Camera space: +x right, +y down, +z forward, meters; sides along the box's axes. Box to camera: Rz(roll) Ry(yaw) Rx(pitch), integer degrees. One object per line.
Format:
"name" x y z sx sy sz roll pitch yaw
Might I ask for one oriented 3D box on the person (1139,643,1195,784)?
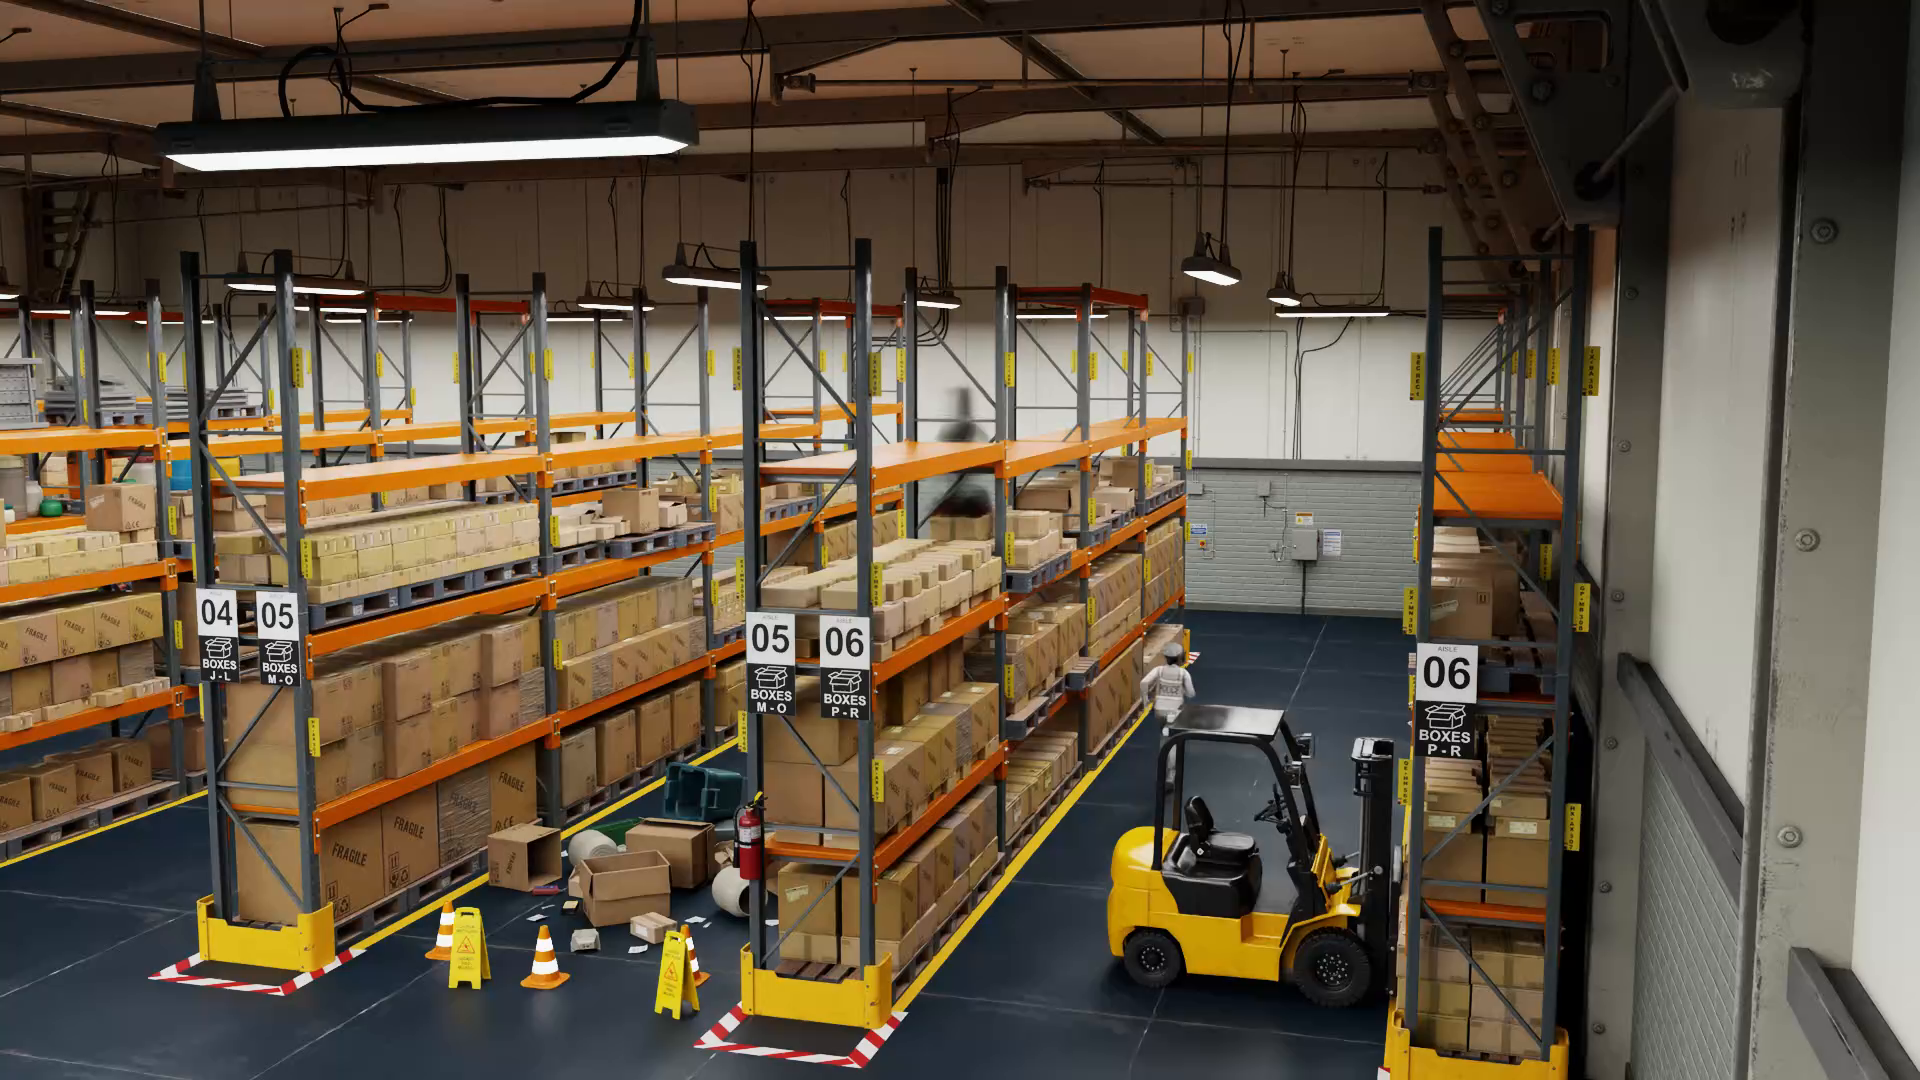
"person" 2.490 2.099 19.971 0.620 1.725 0.856 2 7 19

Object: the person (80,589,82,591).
"person" -15.208 1.207 28.308 0.595 1.601 0.561 1 6 6
